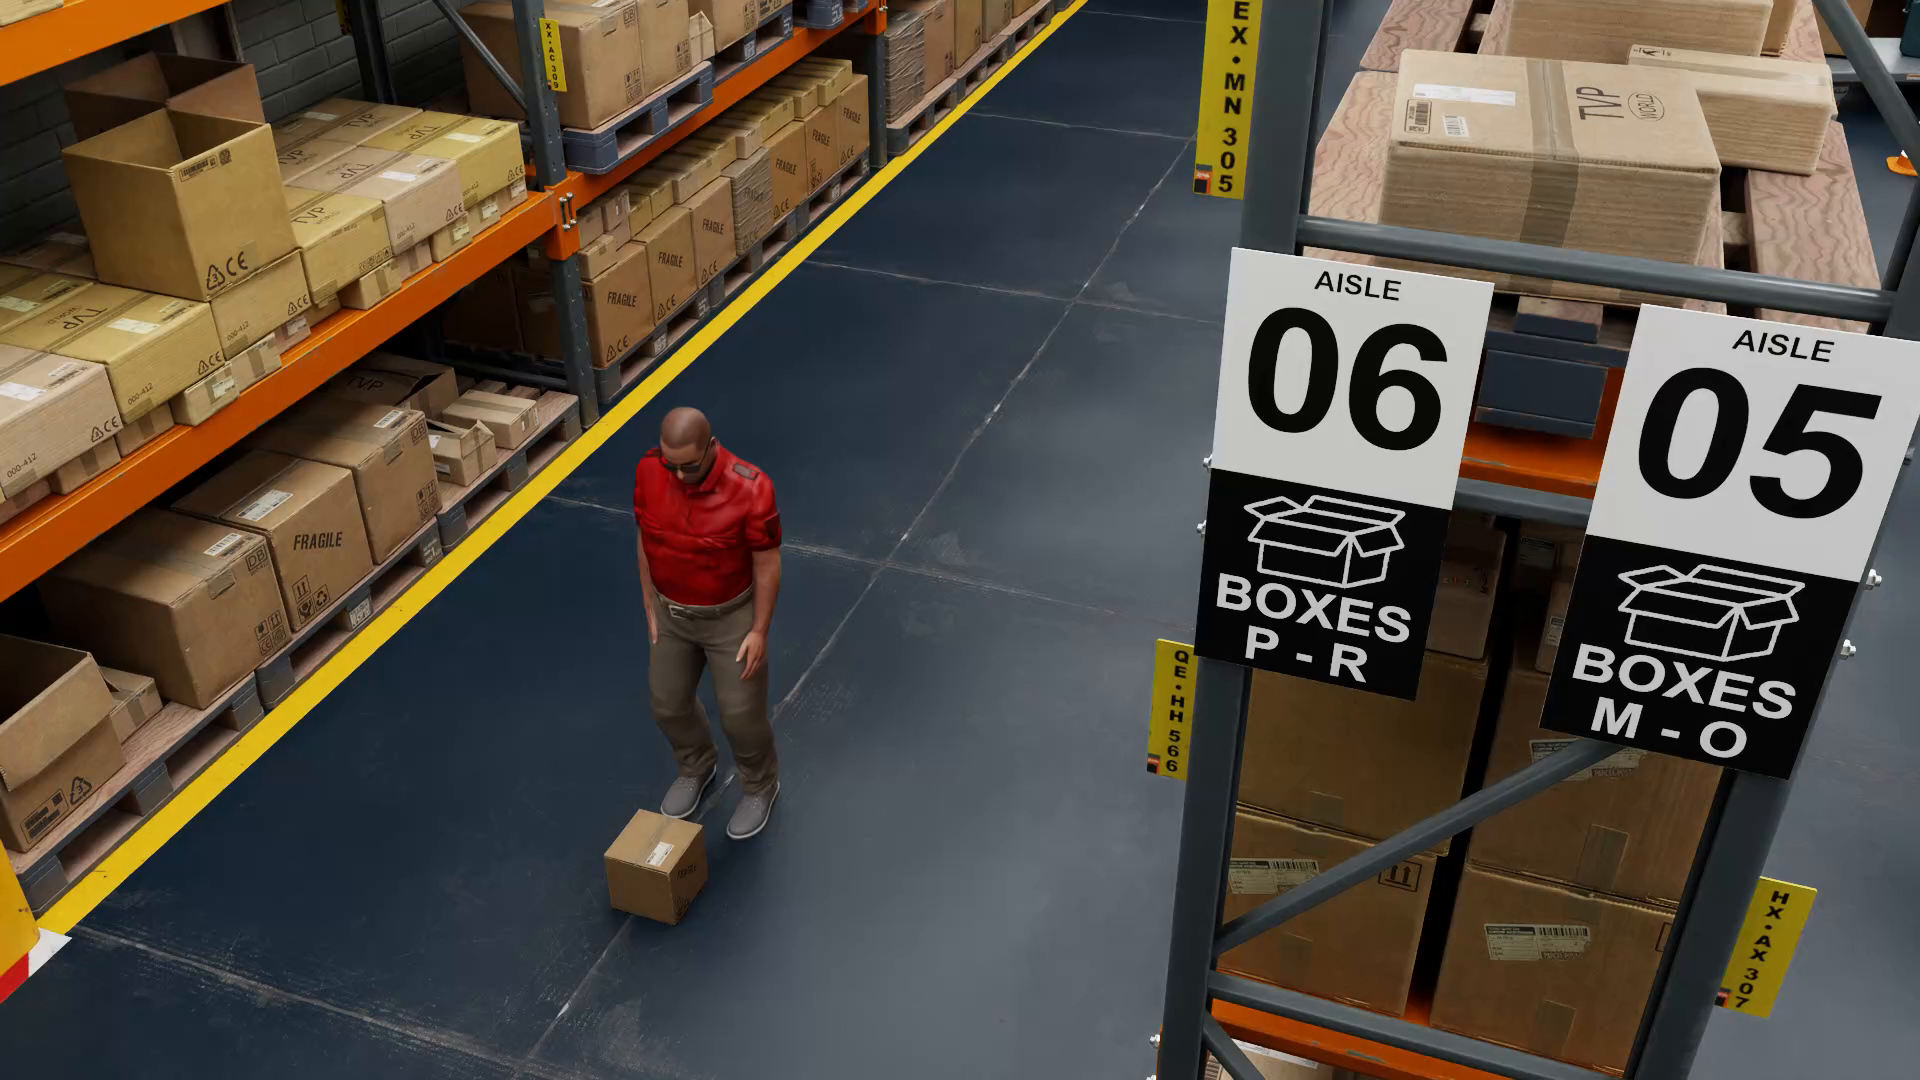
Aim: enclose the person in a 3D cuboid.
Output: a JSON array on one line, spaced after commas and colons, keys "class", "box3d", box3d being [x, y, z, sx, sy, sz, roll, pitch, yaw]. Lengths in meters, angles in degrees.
[{"class": "person", "box3d": [-0.857, 0.273, 5.769, 0.544, 1.705, 0.376, 12, 35, 18]}]
